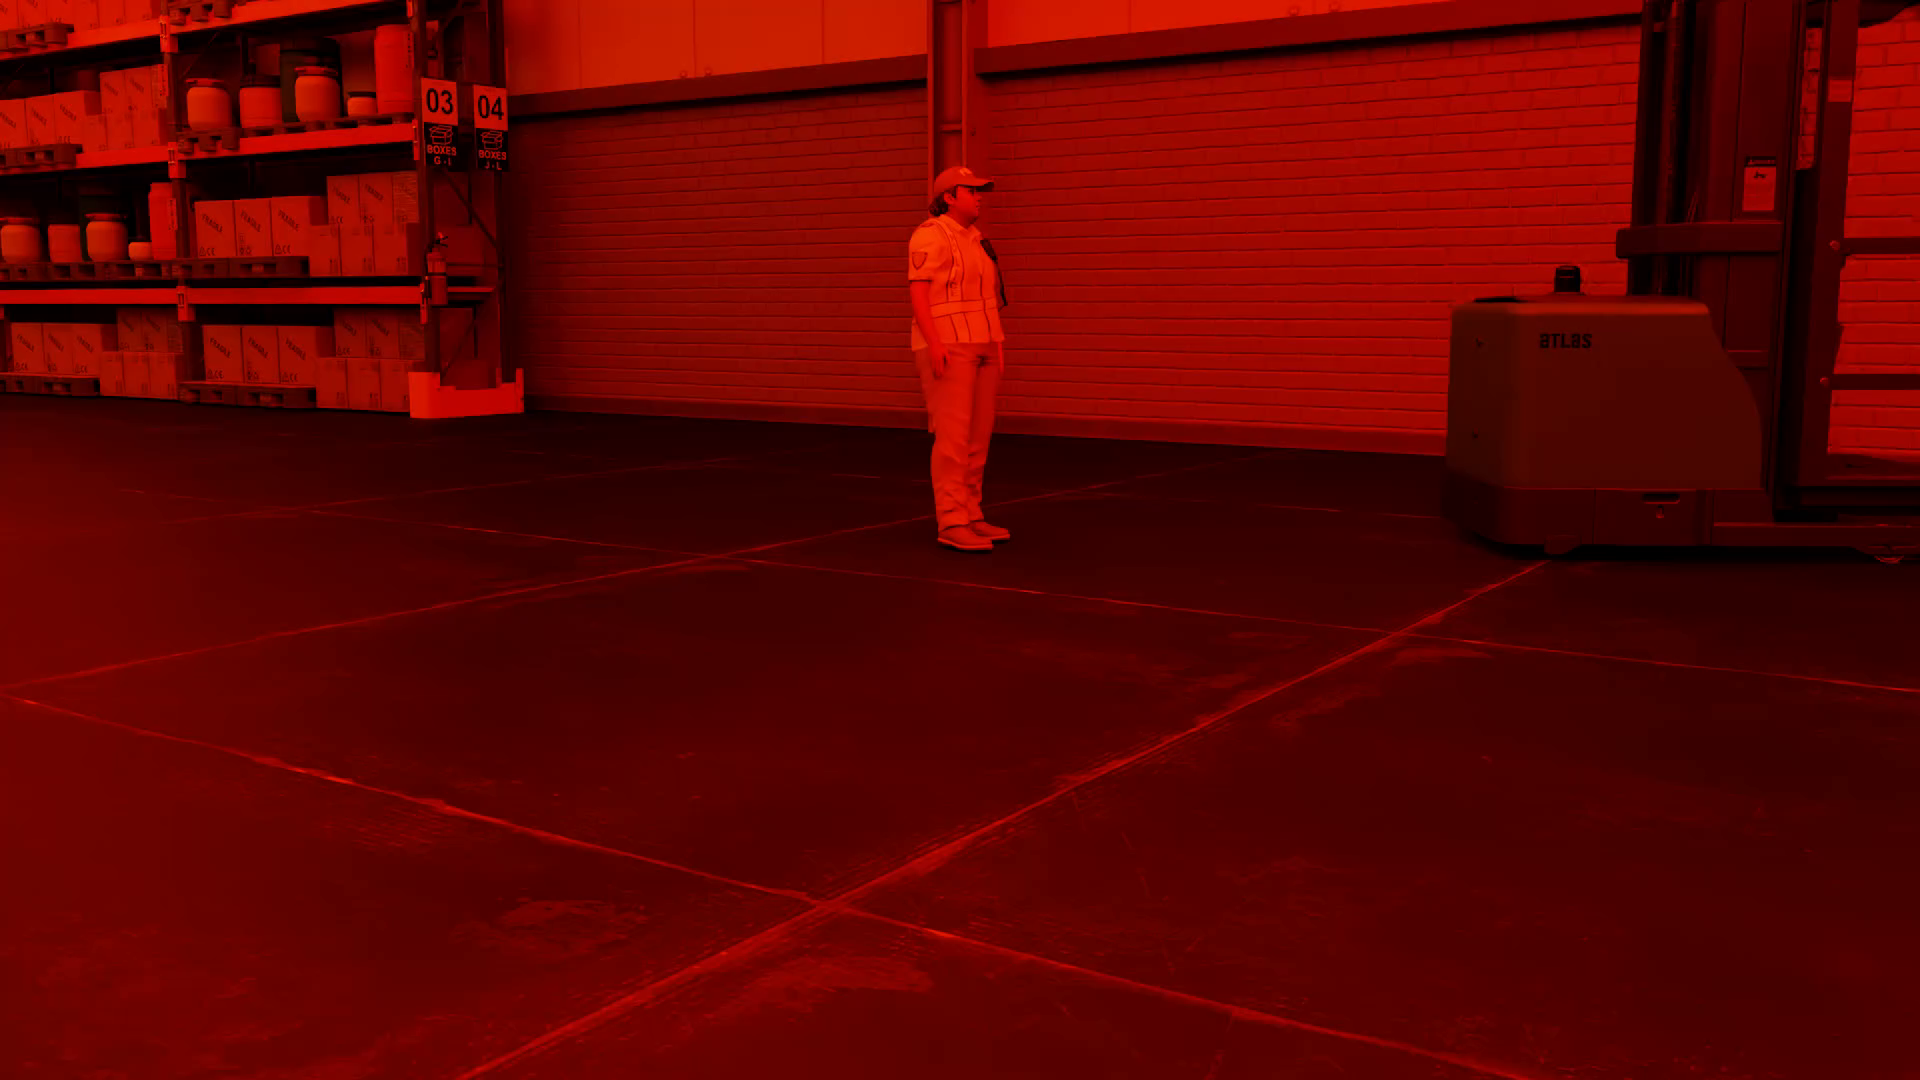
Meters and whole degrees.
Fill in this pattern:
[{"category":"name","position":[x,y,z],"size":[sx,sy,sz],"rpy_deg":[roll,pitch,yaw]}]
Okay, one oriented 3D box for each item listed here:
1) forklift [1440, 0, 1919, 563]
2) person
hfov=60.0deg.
[{"category":"forklift","position":[3.786,-1.429,7.241],"size":[3.031,2.935,1.130],"rpy_deg":[0,8,1]},{"category":"person","position":[0.051,-0.824,7.424],"size":[0.529,1.670,0.599],"rpy_deg":[5,10,34]}]
